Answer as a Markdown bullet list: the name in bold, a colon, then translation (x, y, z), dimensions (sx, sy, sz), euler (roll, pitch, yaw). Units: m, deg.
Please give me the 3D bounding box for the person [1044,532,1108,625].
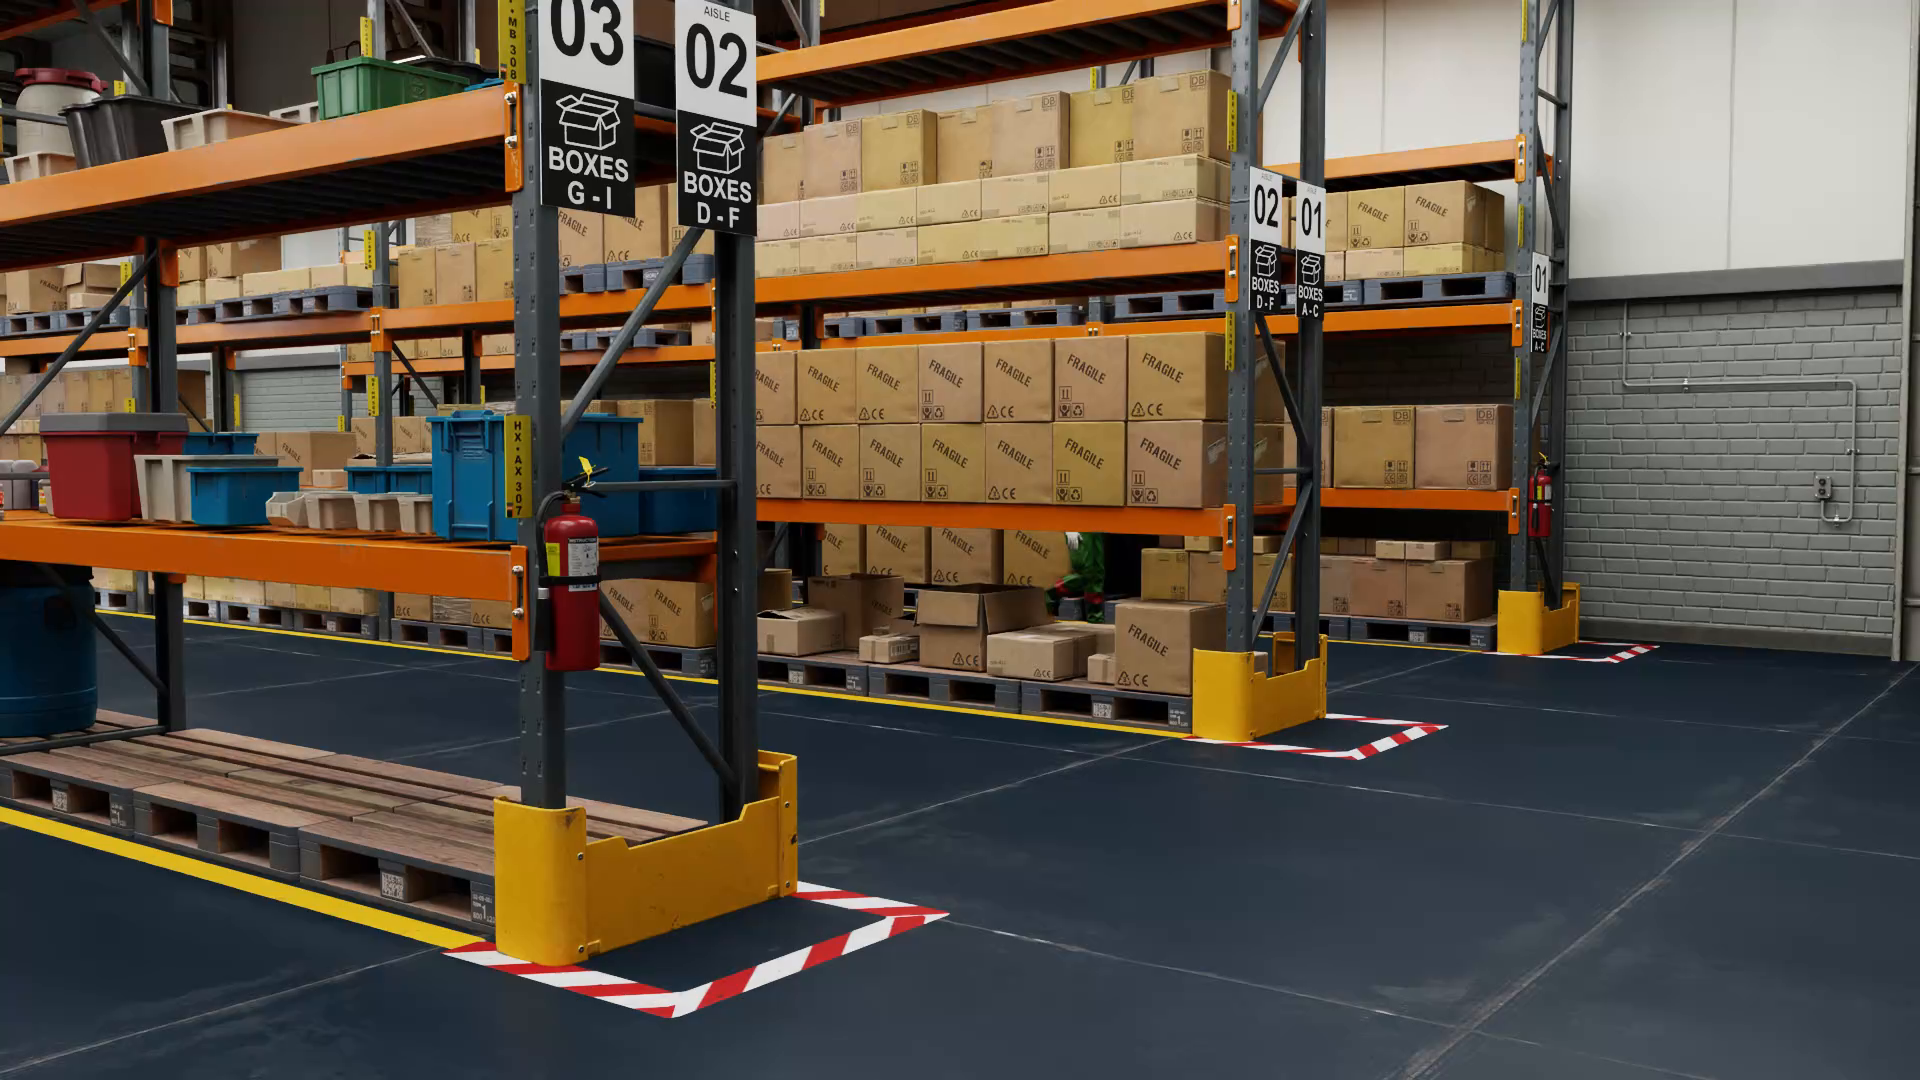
- **person**: translation (1.037, -0.062, 14.551), dimensions (0.711, 1.775, 0.604), euler (1, 3, 22)
